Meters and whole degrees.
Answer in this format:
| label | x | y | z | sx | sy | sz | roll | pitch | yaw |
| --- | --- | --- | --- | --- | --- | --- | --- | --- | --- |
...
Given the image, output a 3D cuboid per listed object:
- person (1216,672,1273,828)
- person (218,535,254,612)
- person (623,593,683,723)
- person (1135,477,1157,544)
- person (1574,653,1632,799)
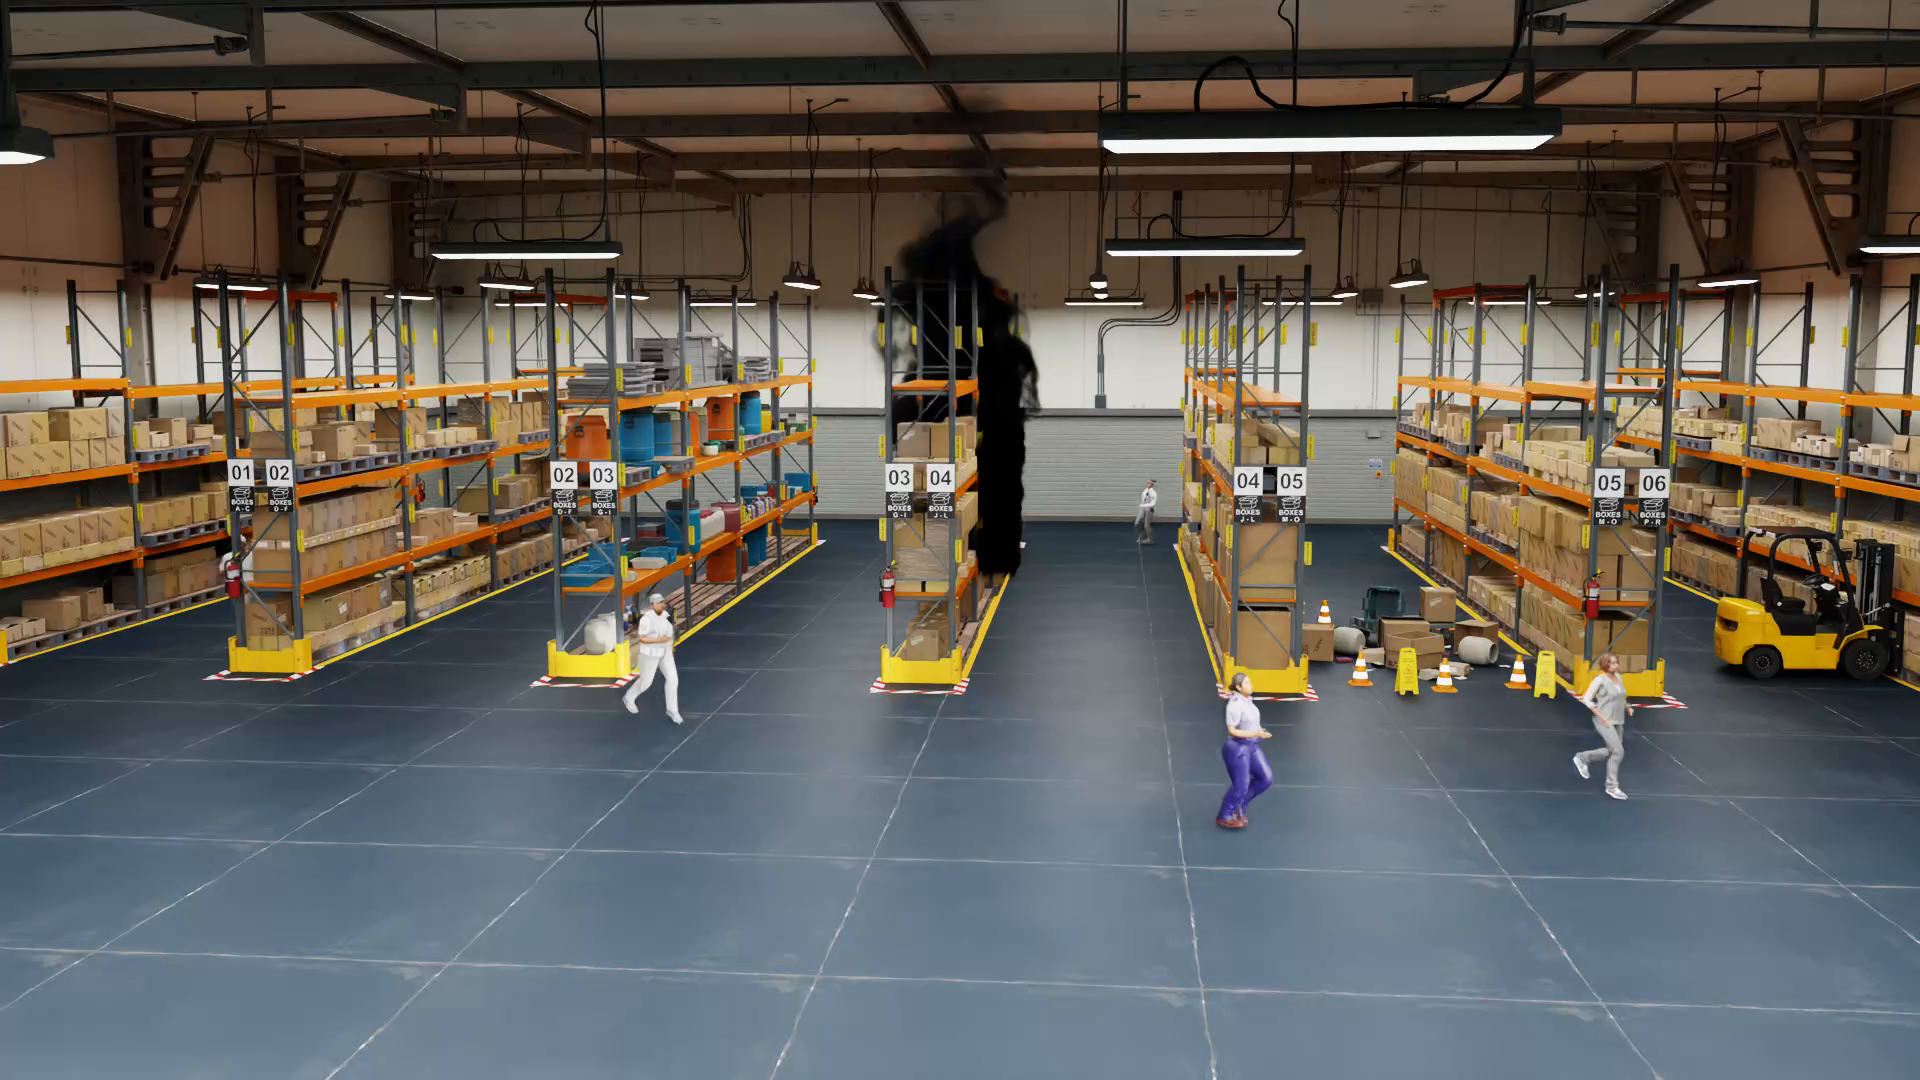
| label | x | y | z | sx | sy | sz | roll | pitch | yaw |
| --- | --- | --- | --- | --- | --- | --- | --- | --- | --- |
| person | 2.926 | 2.148 | 16.946 | 0.605 | 1.615 | 0.582 | 4 | 8 | 30 |
| person | -11.743 | 0.804 | 27.159 | 0.691 | 1.784 | 0.867 | 0 | 7 | -4 |
| person | -4.023 | 1.535 | 21.876 | 0.923 | 1.704 | 0.612 | 6 | 9 | 41 |
| person | 4.524 | -0.696 | 40.187 | 0.597 | 1.650 | 0.631 | -4 | 8 | -33 |
| person | 7.087 | 2.018 | 18.313 | 0.534 | 1.587 | 0.669 | -5 | 8 | -34 |
